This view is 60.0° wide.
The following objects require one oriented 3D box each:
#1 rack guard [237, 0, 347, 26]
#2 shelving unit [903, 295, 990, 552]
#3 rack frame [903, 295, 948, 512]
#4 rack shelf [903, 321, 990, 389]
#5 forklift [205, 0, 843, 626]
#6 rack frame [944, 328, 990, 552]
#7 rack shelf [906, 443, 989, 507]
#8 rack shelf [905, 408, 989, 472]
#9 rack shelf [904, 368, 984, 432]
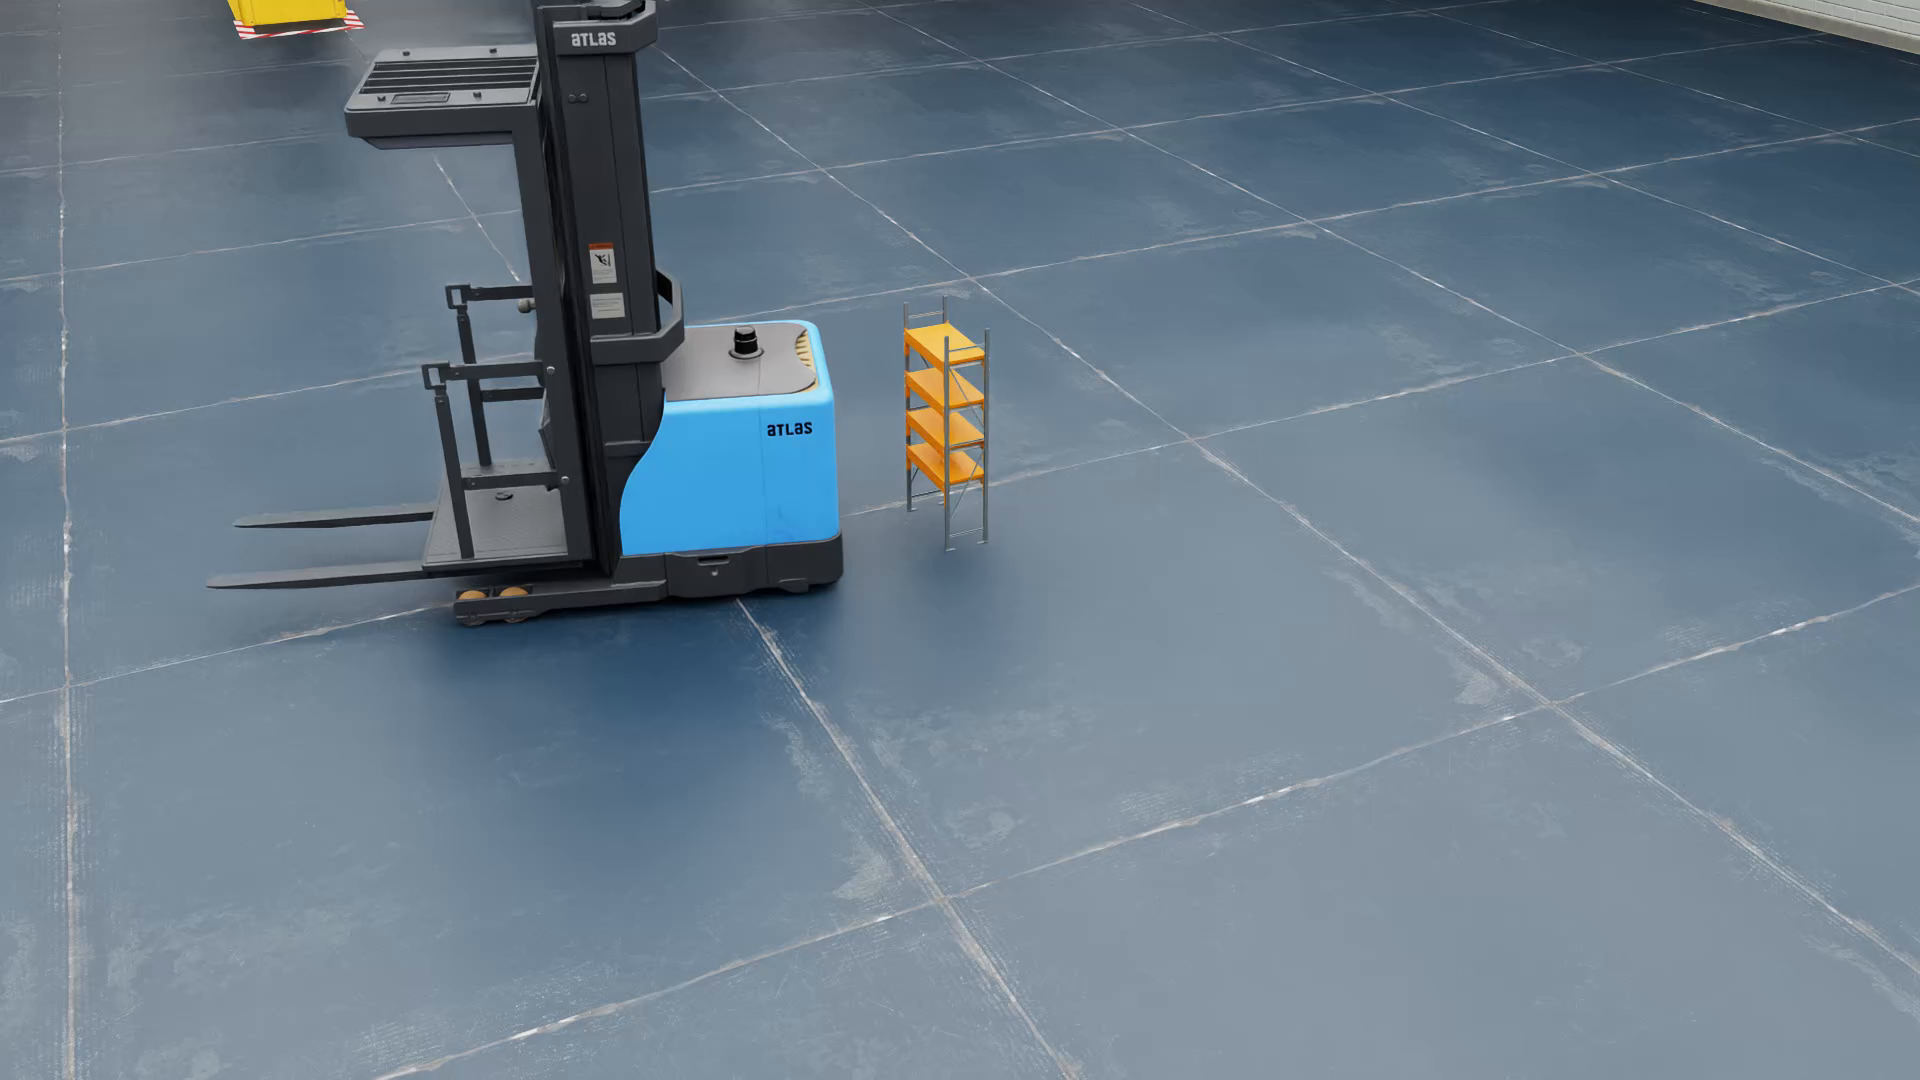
[{"bbox_3d":[-7.934,-6.433,19.711,1.175,0.500,0.348,-13,32,-22],"label":"rack guard"},{"bbox_3d":[-0.071,-0.596,8.587,0.258,1.200,0.503,-13,32,-22],"label":"shelving unit"},{"bbox_3d":[-0.176,-0.704,8.779,0.240,1.200,0.015,-13,32,-22],"label":"rack frame"},{"bbox_3d":[-0.071,-0.939,8.395,0.258,0.148,0.480,-13,32,-22],"label":"rack shelf"},{"bbox_3d":[-2.147,-1.144,7.793,3.031,2.935,1.130,-5,30,-8],"label":"forklift"},{"bbox_3d":[0.034,-0.489,8.395,0.240,1.200,0.015,-13,32,-22],"label":"rack frame"},{"bbox_3d":[-0.071,-0.365,8.717,0.258,0.148,0.480,-13,32,-22],"label":"rack shelf"},{"bbox_3d":[-0.071,-0.538,8.620,0.258,0.148,0.480,-13,32,-22],"label":"rack shelf"},{"bbox_3d":[-0.071,-0.733,8.510,0.258,0.148,0.480,-13,32,-22],"label":"rack shelf"}]
